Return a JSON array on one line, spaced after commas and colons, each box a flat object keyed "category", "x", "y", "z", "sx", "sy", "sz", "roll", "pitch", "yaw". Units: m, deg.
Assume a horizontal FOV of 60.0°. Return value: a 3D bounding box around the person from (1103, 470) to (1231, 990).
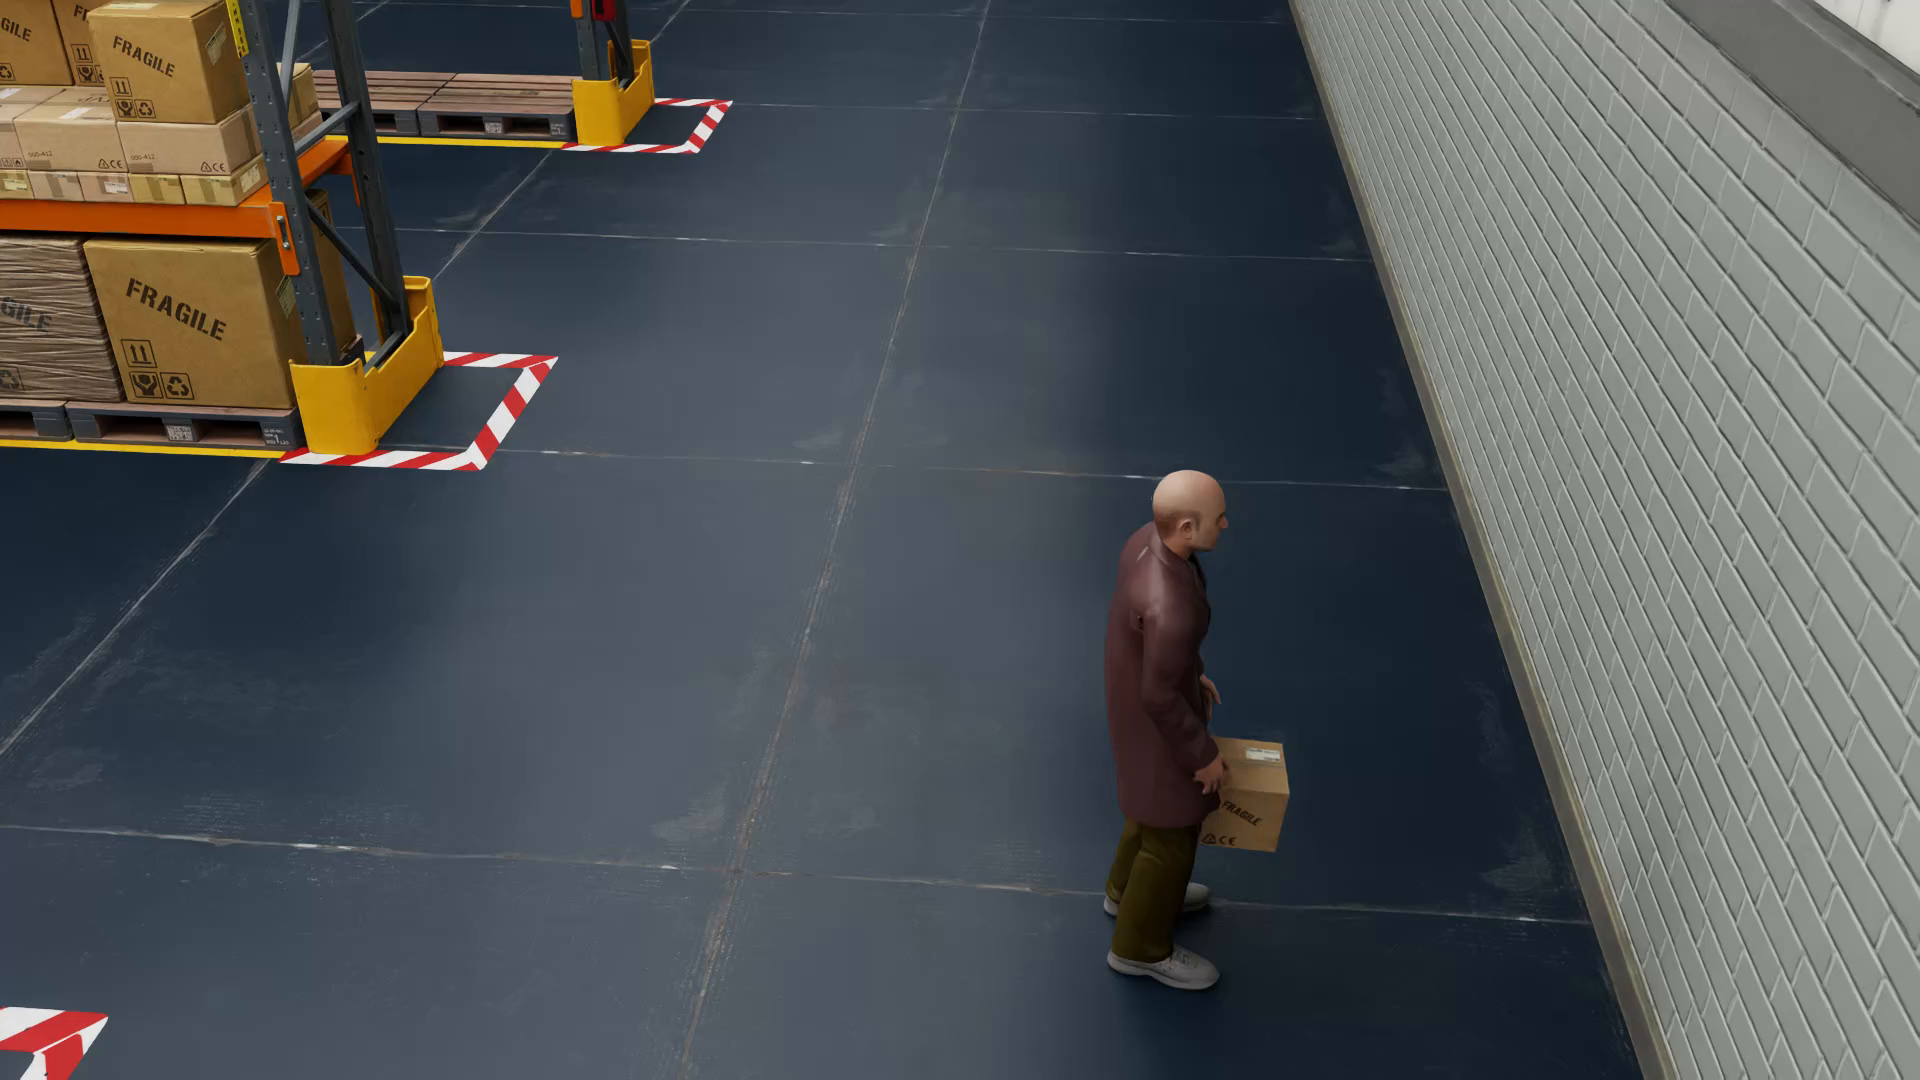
[{"category": "person", "x": 0.653, "y": 0.575, "z": 5.208, "sx": 0.425, "sy": 1.779, "sz": 0.587, "roll": 2, "pitch": 32, "yaw": 3}]
